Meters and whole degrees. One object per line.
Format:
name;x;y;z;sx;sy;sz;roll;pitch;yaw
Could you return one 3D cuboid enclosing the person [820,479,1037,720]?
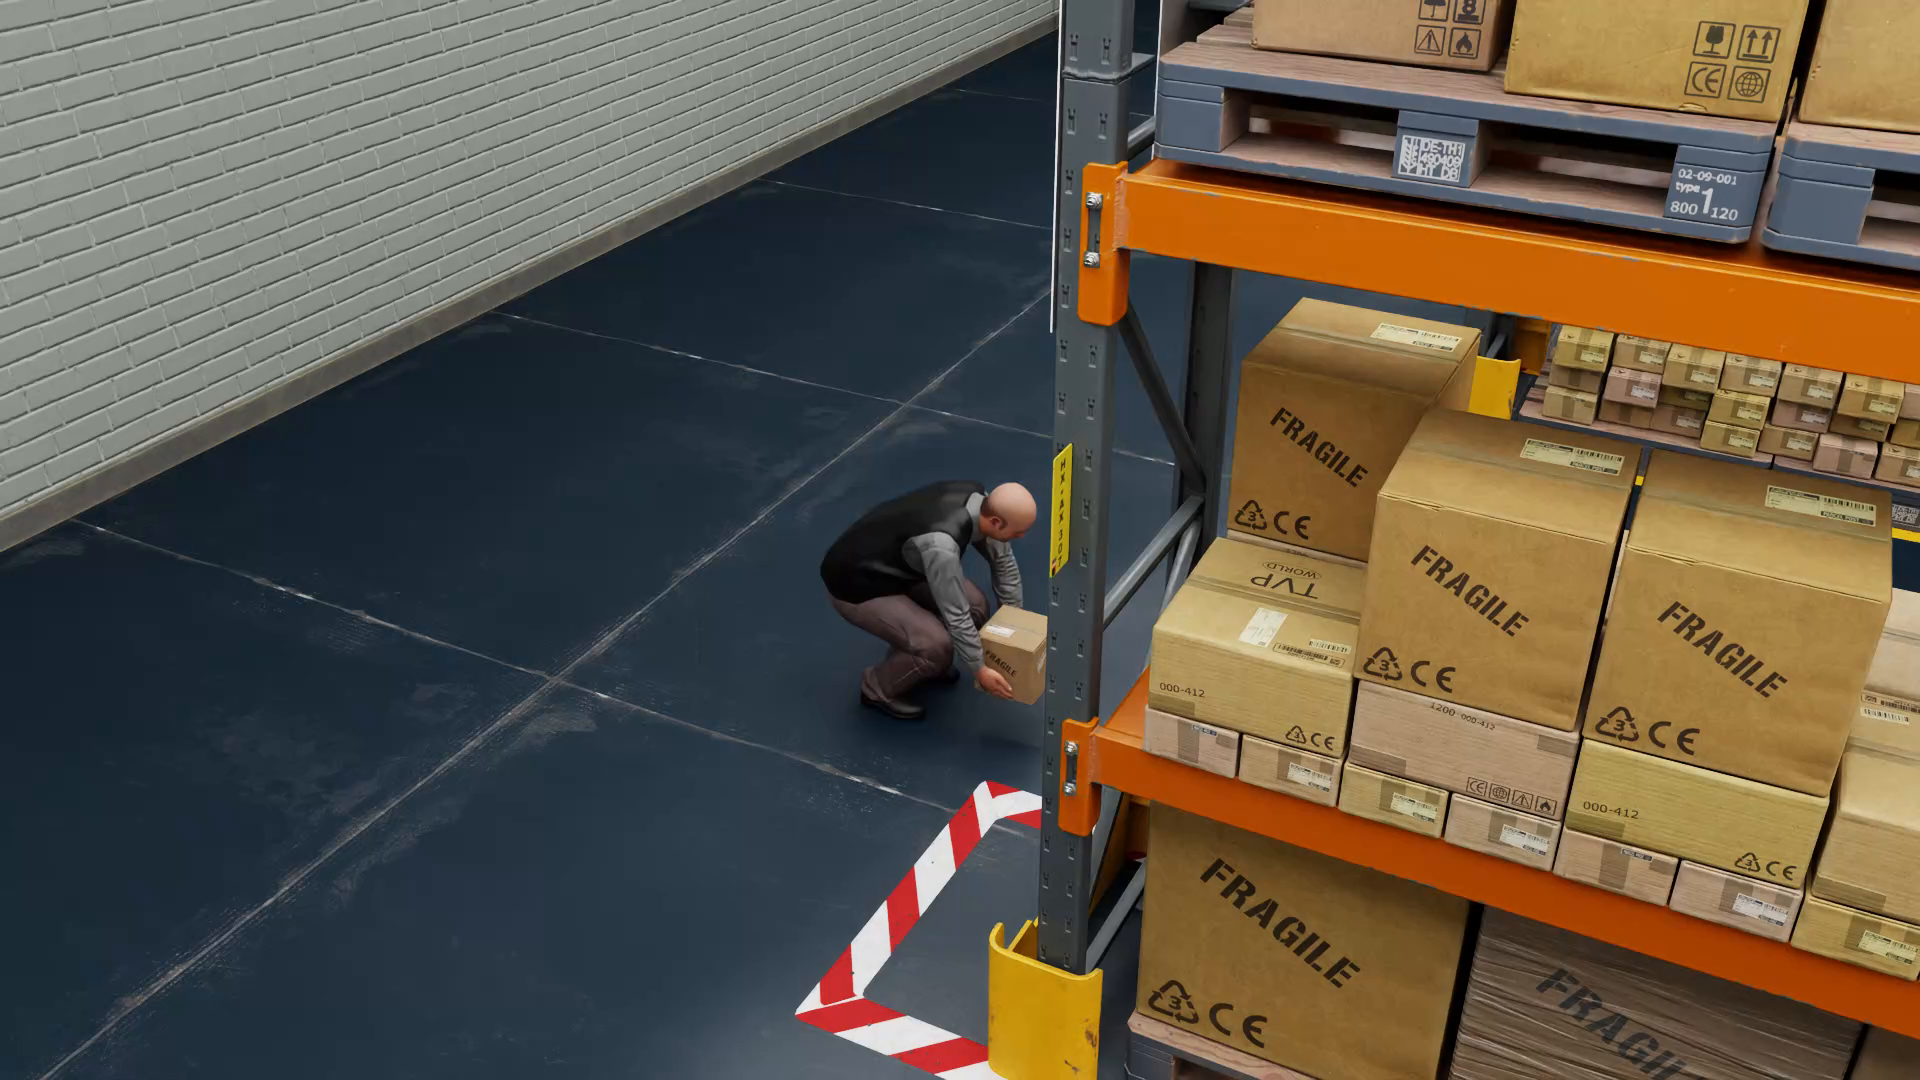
person;-0.097;0.186;6.535;0.859;1.024;0.550;14;33;23
